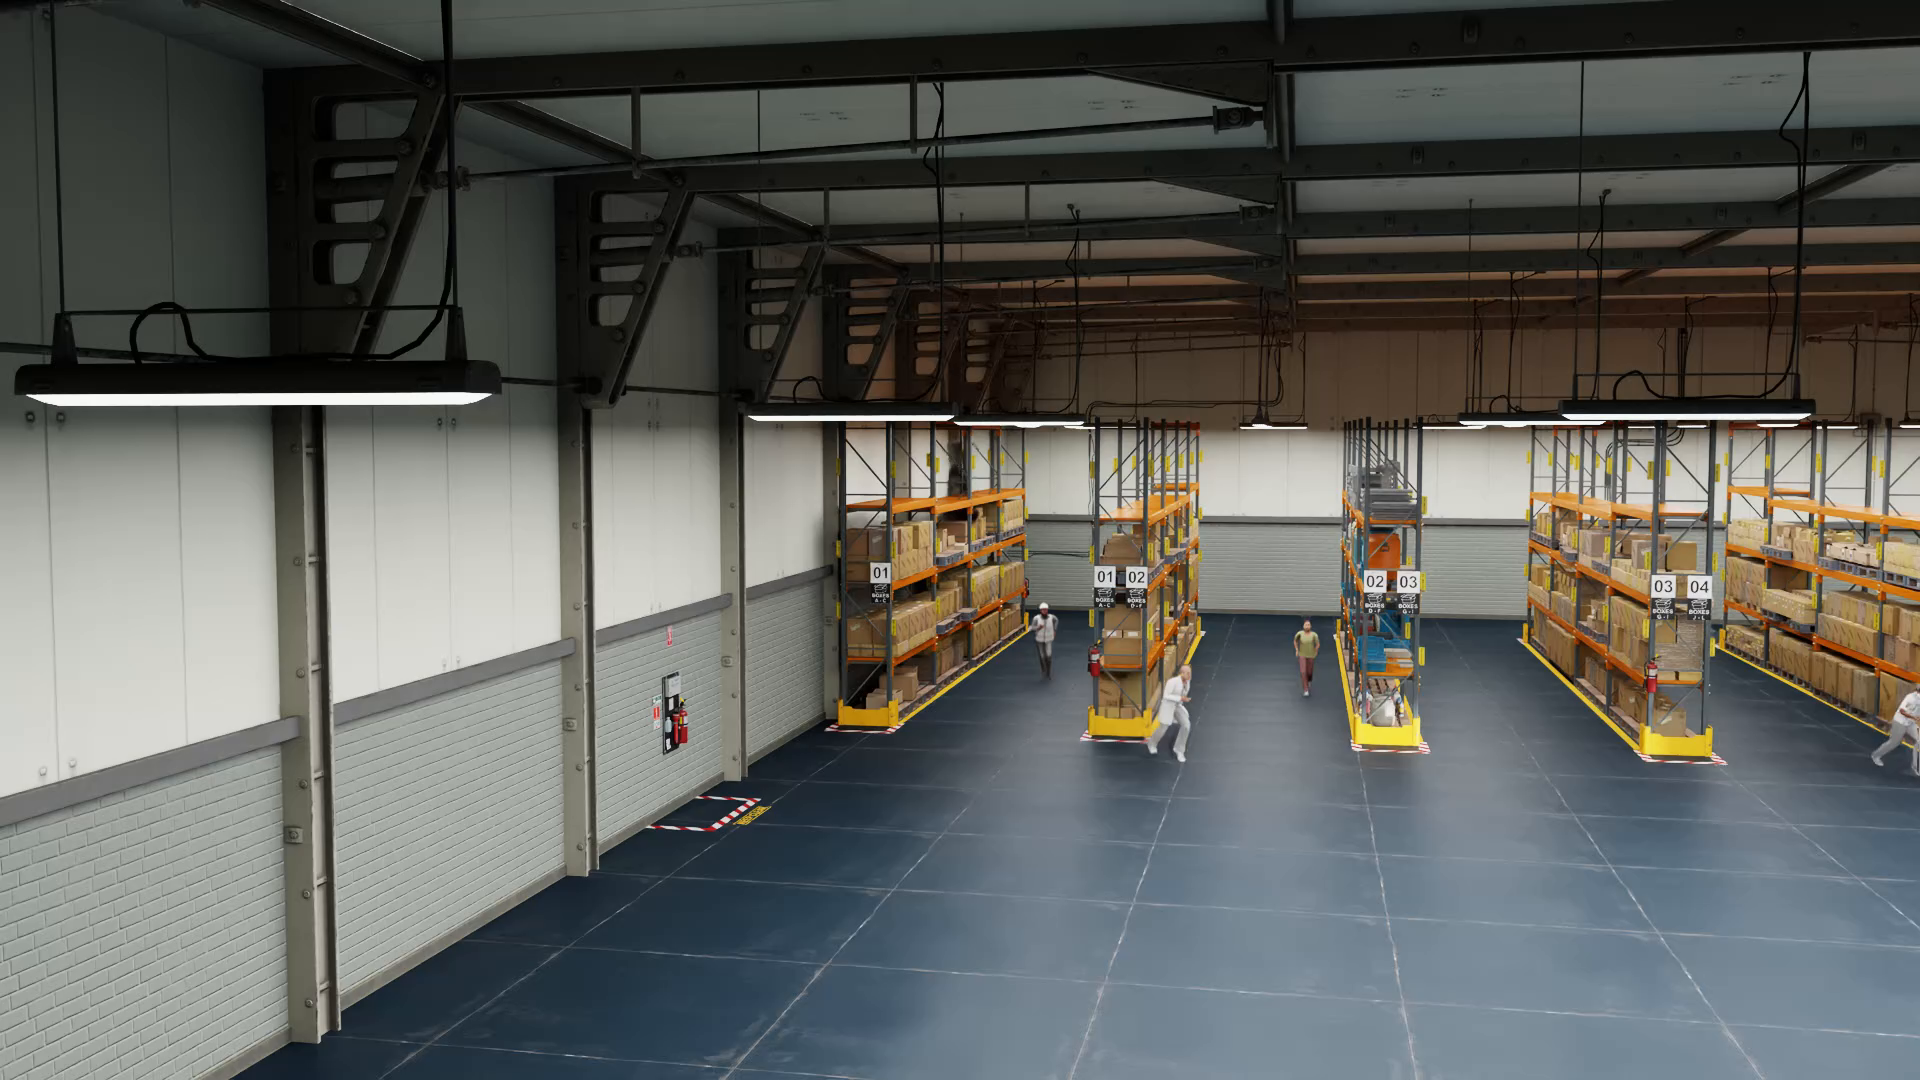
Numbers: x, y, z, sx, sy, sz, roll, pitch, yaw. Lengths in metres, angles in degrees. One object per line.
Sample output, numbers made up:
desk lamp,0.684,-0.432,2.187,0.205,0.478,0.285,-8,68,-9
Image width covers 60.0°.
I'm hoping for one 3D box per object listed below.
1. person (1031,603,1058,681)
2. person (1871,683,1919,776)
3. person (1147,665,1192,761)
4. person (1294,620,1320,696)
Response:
person,1.960,2.356,38.513,0.627,1.829,0.828,0,4,5
person,15.861,3.144,28.002,0.618,1.624,0.985,-2,4,-31
person,3.714,3.104,29.160,0.753,1.573,1.039,-3,5,-40
person,7.584,2.551,36.395,0.562,1.641,0.817,1,4,10
